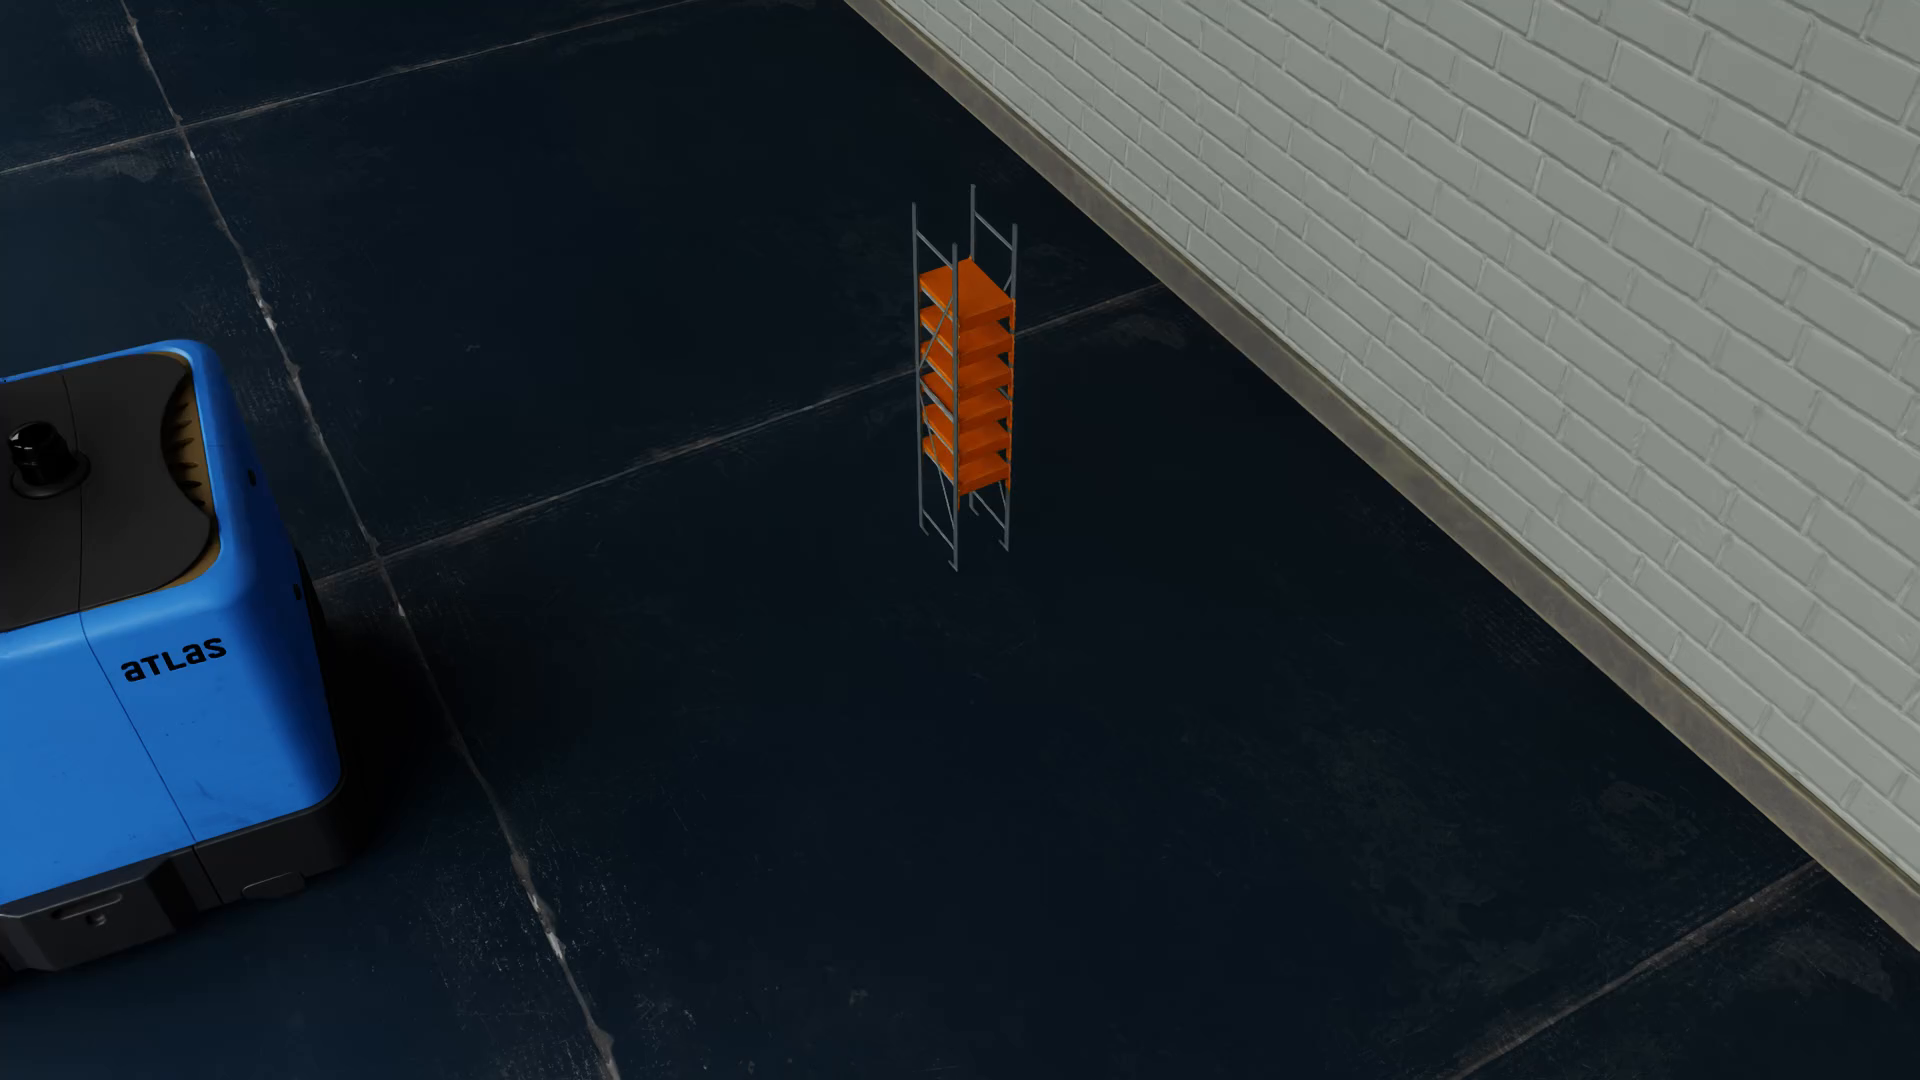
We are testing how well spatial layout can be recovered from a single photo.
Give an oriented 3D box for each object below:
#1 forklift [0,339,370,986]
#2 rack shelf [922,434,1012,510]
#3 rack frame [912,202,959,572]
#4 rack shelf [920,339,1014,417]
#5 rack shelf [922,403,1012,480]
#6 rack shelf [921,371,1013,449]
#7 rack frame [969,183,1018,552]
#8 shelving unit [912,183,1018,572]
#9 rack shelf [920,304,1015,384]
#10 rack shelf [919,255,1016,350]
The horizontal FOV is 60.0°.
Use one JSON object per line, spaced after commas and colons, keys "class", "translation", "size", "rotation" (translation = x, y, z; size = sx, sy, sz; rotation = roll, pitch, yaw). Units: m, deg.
{"class": "forklift", "translation": [-3.109, -0.099, 3.247], "size": [3.031, 2.935, 1.130], "rotation": [-17, 47, -17]}
{"class": "rack shelf", "translation": [0.013, -0.231, 5.035], "size": [0.180, 0.103, 0.258], "rotation": [-22, 48, -21]}
{"class": "rack frame", "translation": [-0.067, -0.404, 4.805], "size": [0.006, 1.200, 0.240], "rotation": [-22, 48, -21]}
{"class": "rack shelf", "translation": [0.013, -0.490, 4.785], "size": [0.180, 0.103, 0.258], "rotation": [-22, 48, -21]}
{"class": "rack shelf", "translation": [0.013, -0.318, 4.952], "size": [0.180, 0.103, 0.258], "rotation": [-22, 48, -21]}
{"class": "rack shelf", "translation": [0.013, -0.404, 4.868], "size": [0.180, 0.103, 0.258], "rotation": [-22, 48, -21]}
{"class": "rack frame", "translation": [0.092, -0.467, 4.870], "size": [0.006, 1.200, 0.240], "rotation": [-22, 48, -21]}
{"class": "shelving unit", "translation": [0.013, -0.436, 4.837], "size": [0.189, 1.200, 0.258], "rotation": [-22, 48, -21]}
{"class": "rack shelf", "translation": [0.013, -0.576, 4.701], "size": [0.180, 0.103, 0.258], "rotation": [-22, 48, -21]}
{"class": "rack shelf", "translation": [0.013, -0.662, 4.618], "size": [0.180, 0.103, 0.258], "rotation": [-22, 48, -21]}
